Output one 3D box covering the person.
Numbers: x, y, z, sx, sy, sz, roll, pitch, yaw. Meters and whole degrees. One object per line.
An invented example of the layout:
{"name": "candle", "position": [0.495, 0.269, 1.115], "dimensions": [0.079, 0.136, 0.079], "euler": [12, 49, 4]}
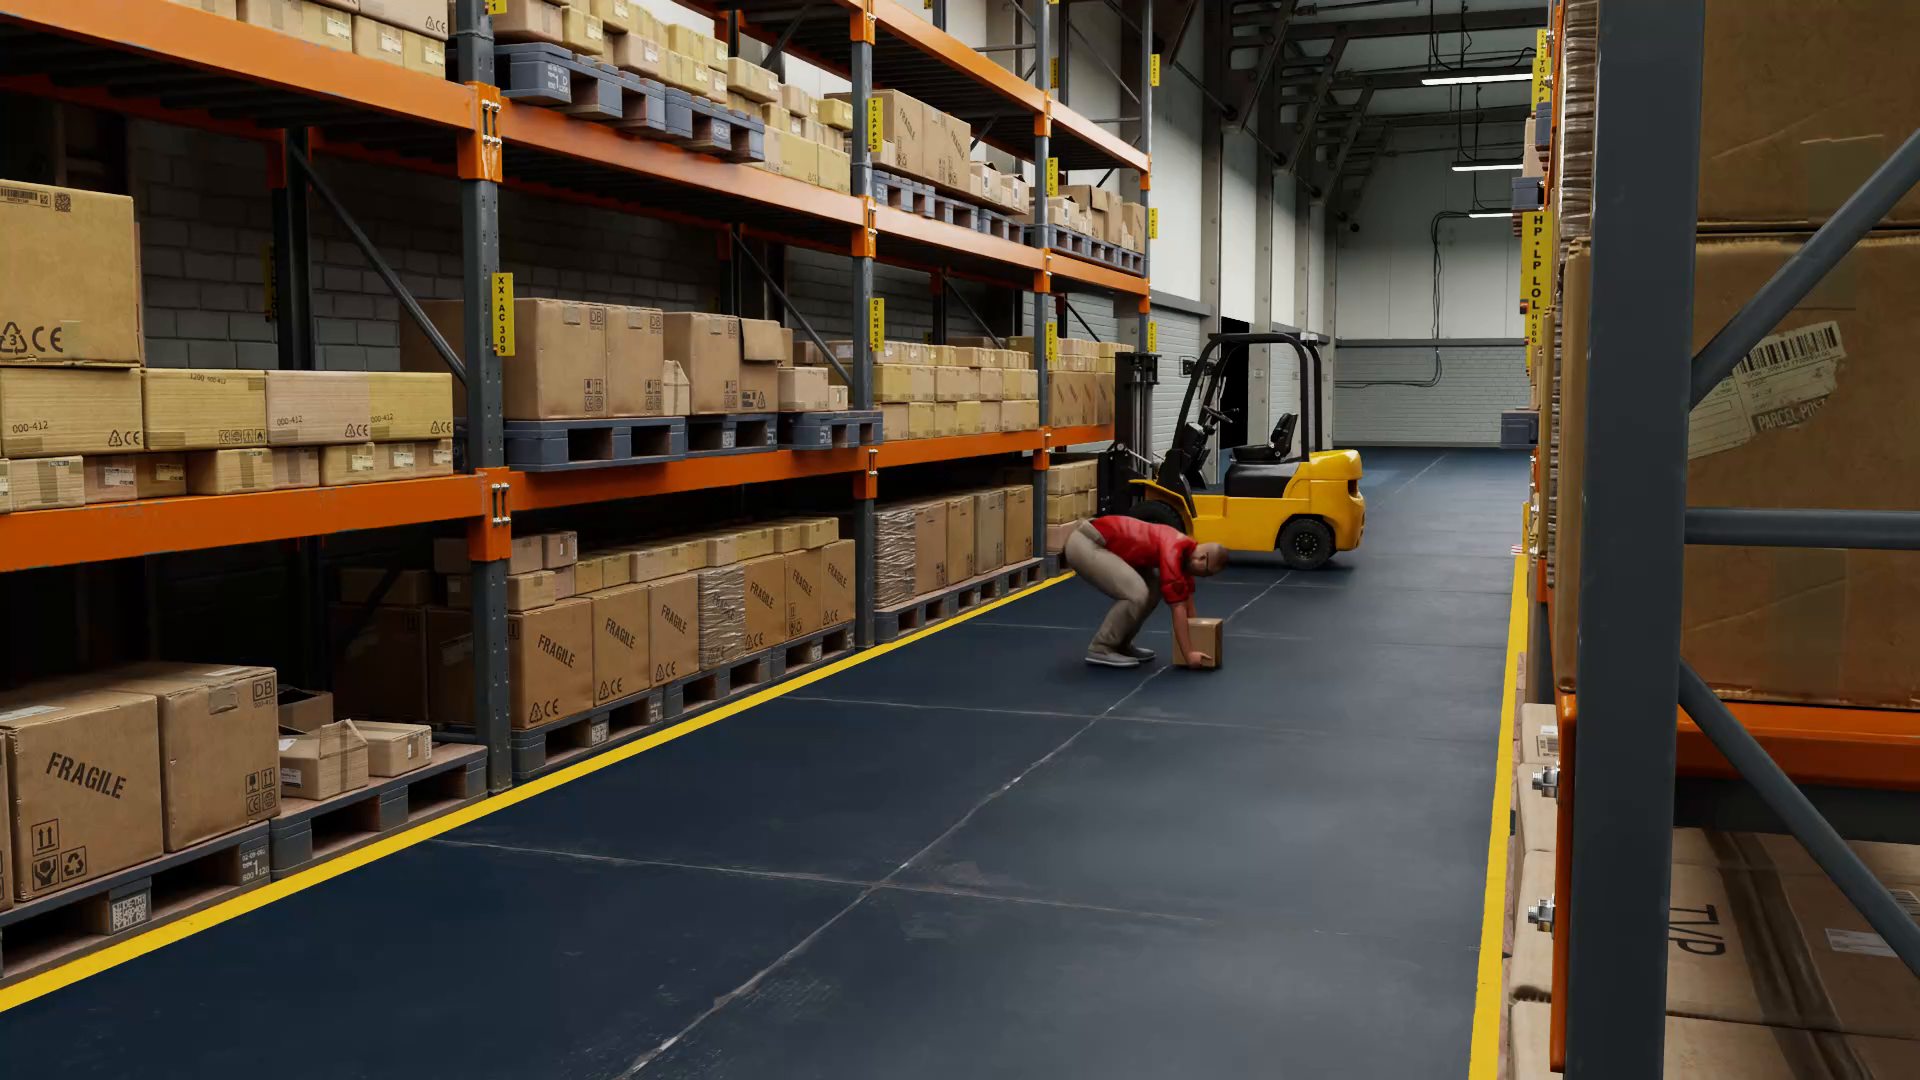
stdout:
{"name": "person", "position": [1.111, 0.299, 9.916], "dimensions": [0.956, 0.894, 0.529], "euler": [1, 5, 16]}
